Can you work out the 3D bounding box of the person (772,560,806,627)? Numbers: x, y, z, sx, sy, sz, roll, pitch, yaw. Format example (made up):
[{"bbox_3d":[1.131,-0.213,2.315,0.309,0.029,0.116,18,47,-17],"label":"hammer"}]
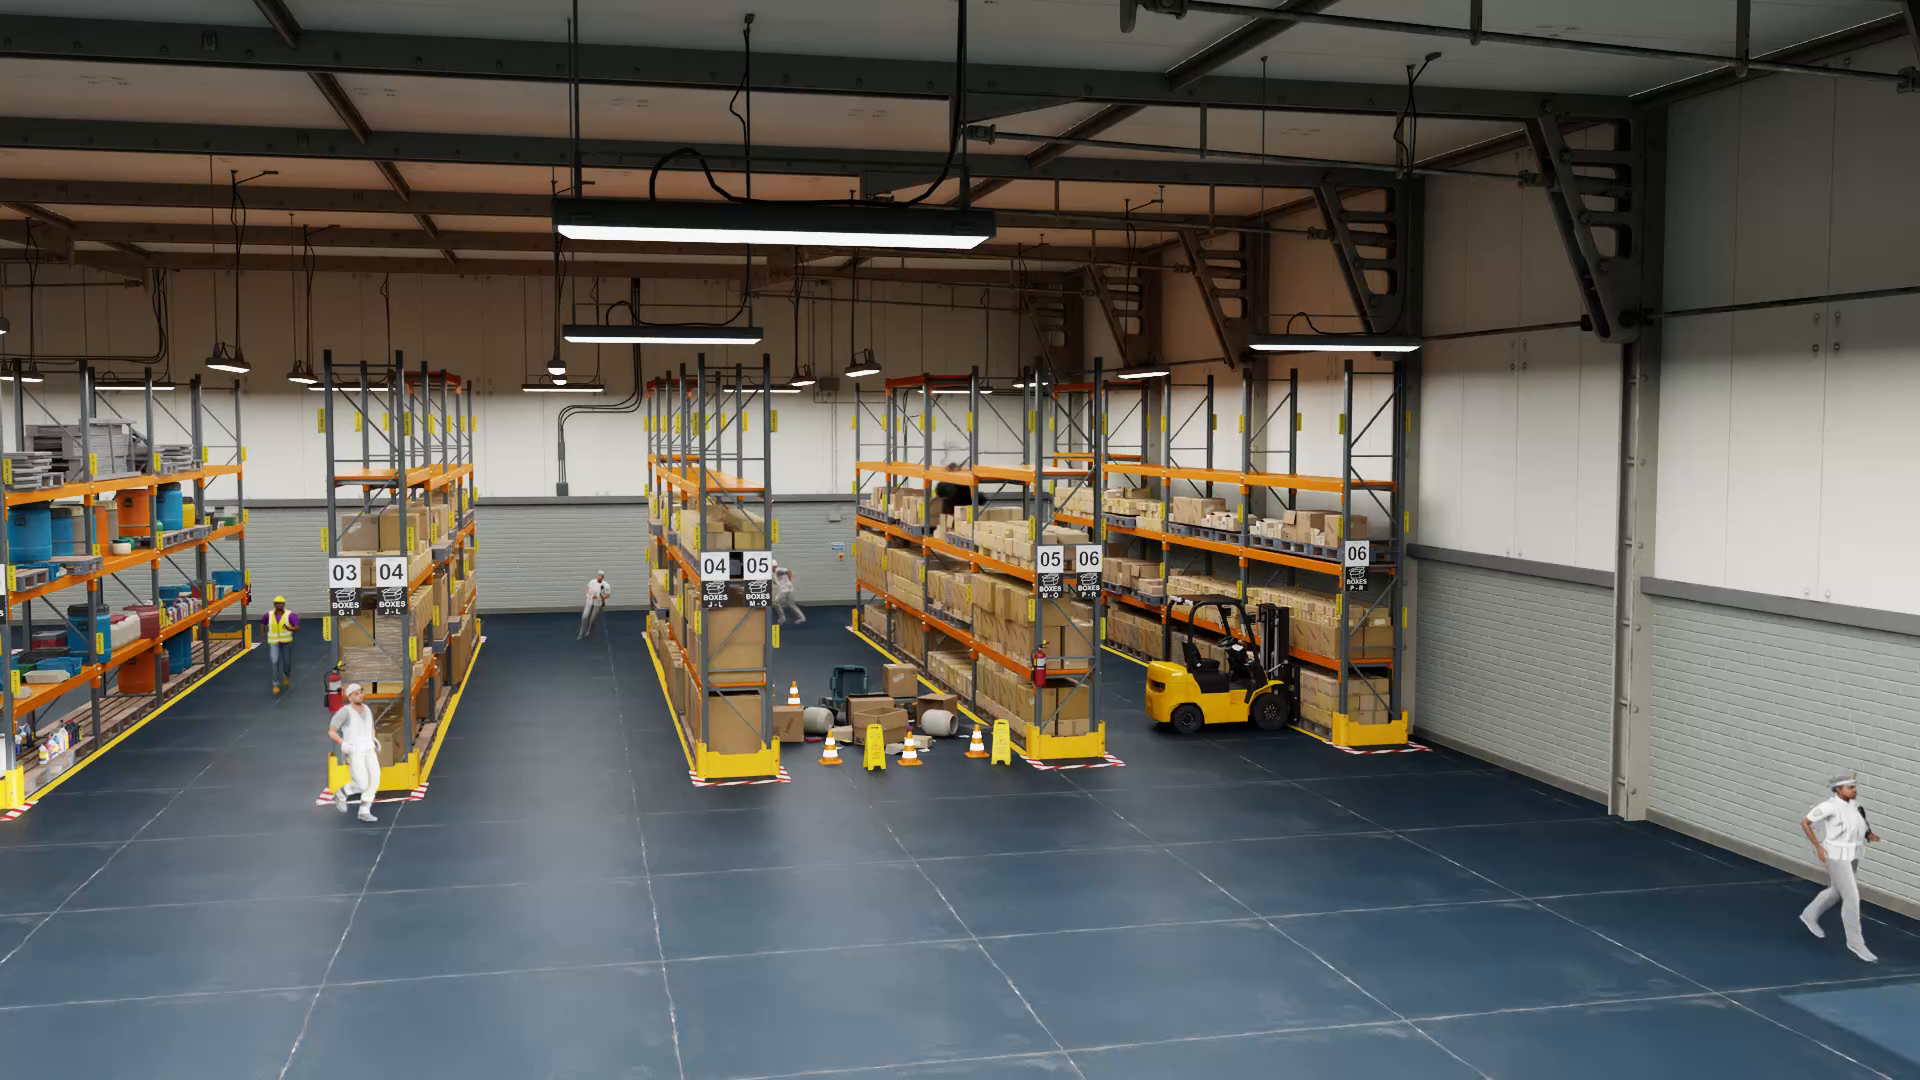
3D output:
[{"bbox_3d":[-4.306,1.286,41.130,1.007,1.609,0.726,-1,4,-17],"label":"person"}]

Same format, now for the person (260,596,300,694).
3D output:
[{"bbox_3d":[-12.707,1.929,31.083,0.693,1.772,0.959,-1,4,-20],"label":"person"}]

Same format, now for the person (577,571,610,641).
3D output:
[{"bbox_3d":[-8.520,1.517,38.840,0.750,1.638,0.705,0,4,2],"label":"person"}]

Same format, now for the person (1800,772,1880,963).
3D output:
[{"bbox_3d":[8.362,3.042,15.797,0.566,1.725,0.872,-2,5,-28],"label":"person"}]

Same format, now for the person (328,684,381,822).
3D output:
[{"bbox_3d":[-7.632,2.678,20.998,0.622,1.737,0.675,2,4,27],"label":"person"}]
